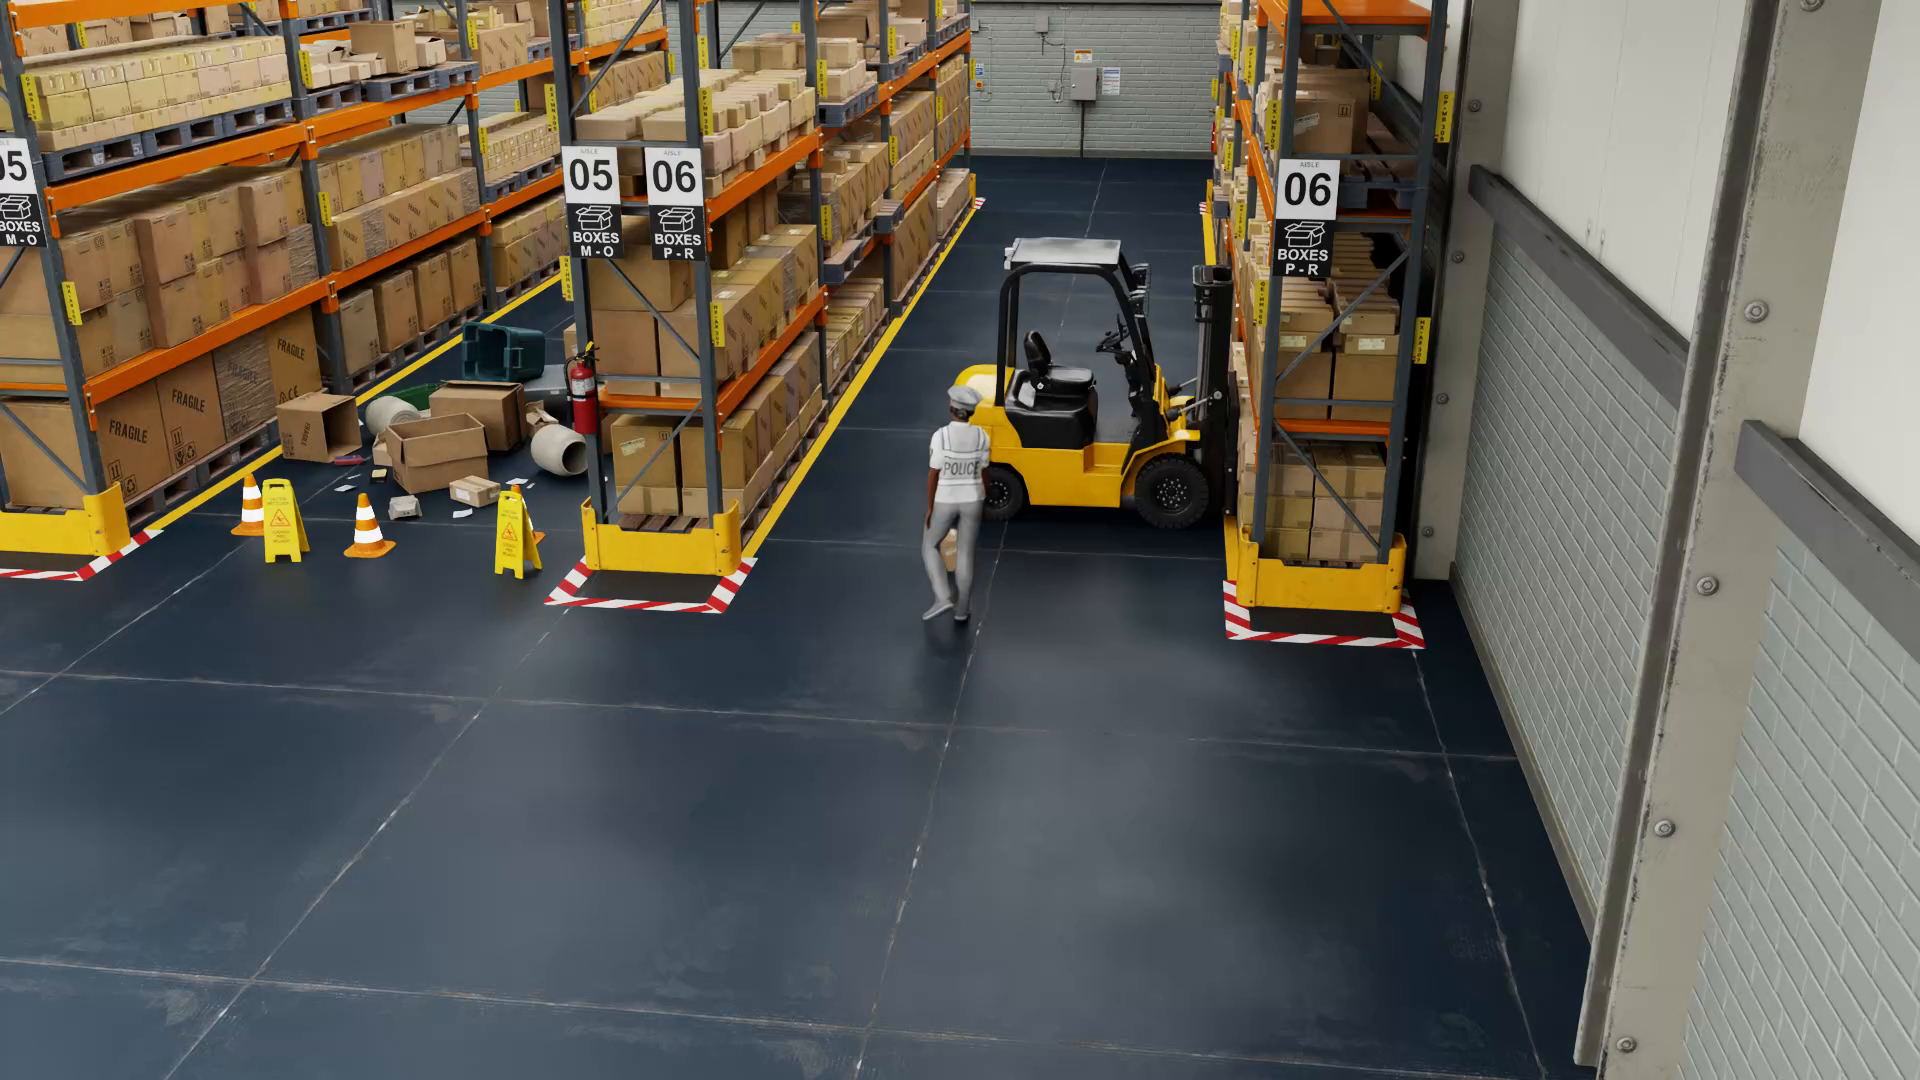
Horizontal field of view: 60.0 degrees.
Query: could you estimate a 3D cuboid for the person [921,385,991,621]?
[{"bbox_3d":[-0.028,-0.227,11.602,0.501,1.658,0.443,-3,22,-9],"label":"person"}]
